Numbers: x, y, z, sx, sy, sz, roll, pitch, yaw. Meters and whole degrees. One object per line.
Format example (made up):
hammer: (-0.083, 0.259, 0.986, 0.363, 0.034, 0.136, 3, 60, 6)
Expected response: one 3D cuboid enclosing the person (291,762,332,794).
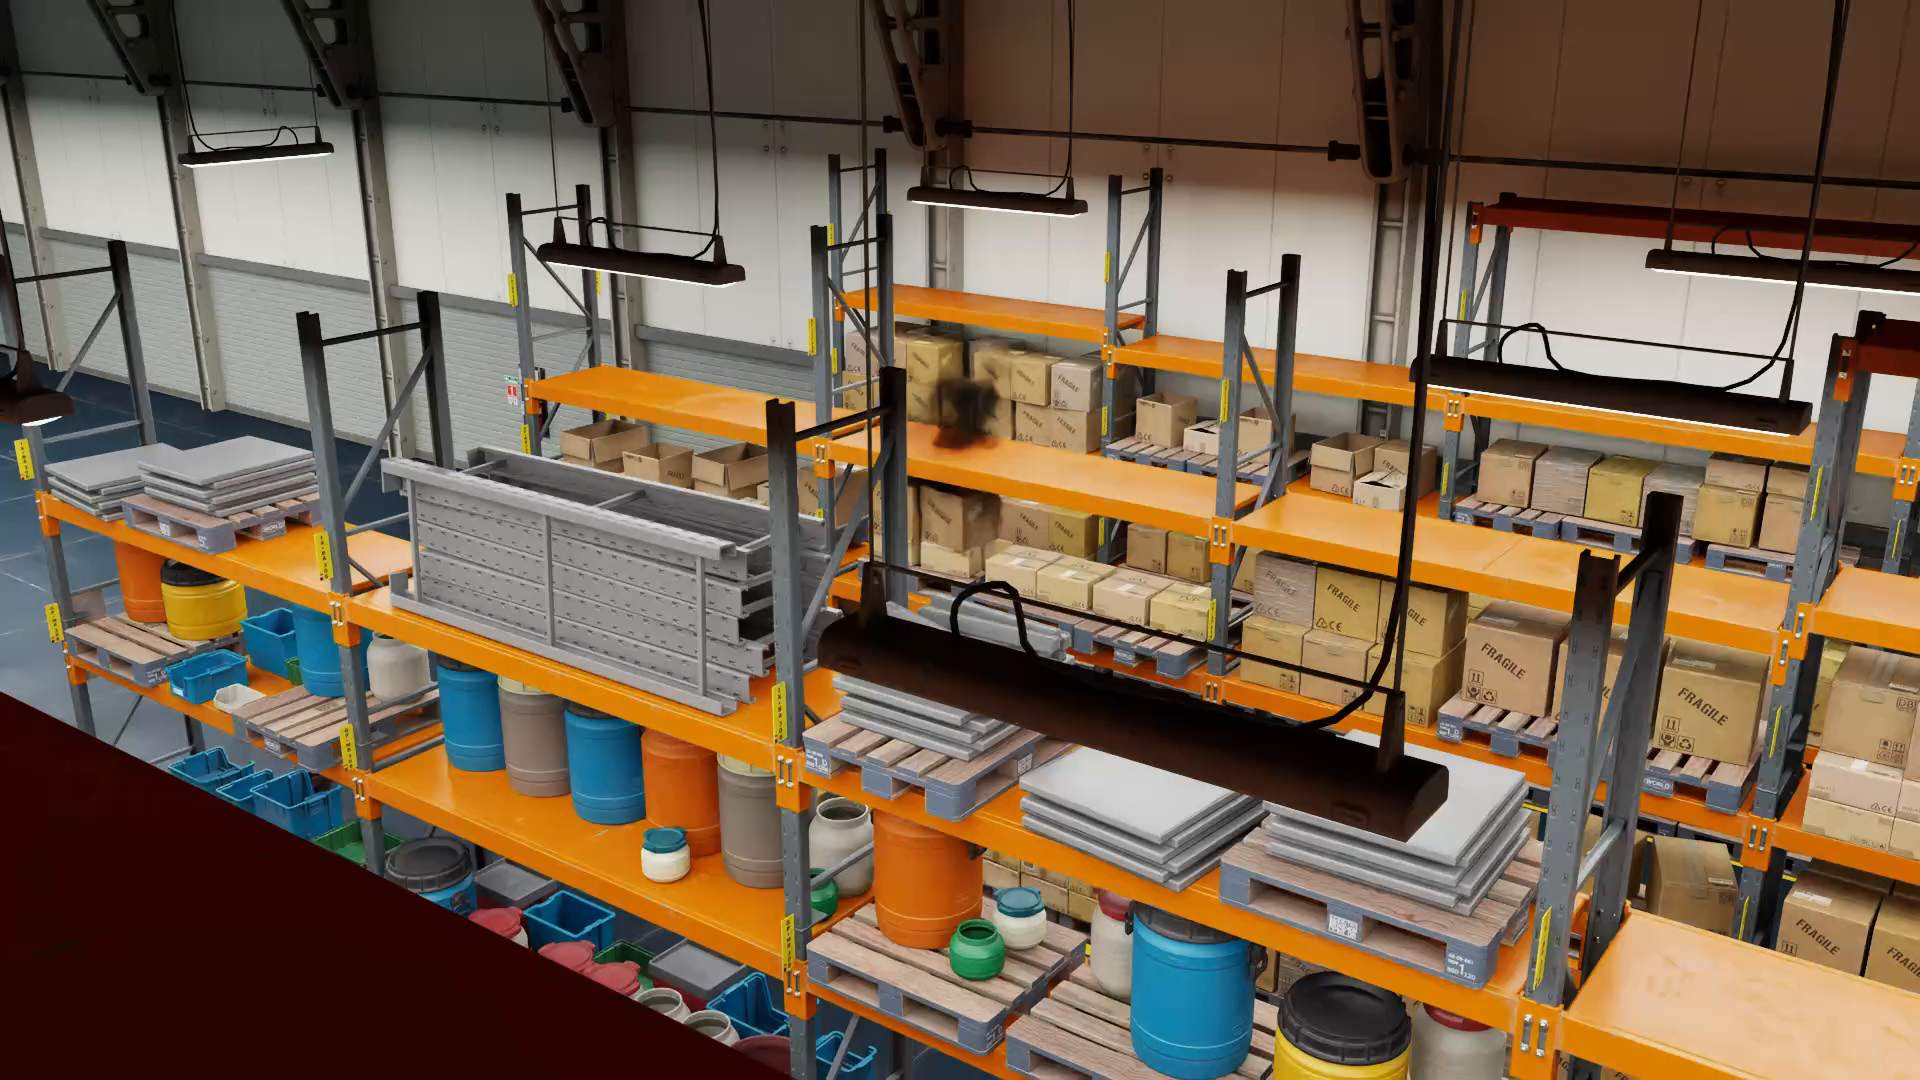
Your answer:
person: (-6.200, 2.180, 15.895, 0.541, 1.689, 0.706, 7, 20, 19)
